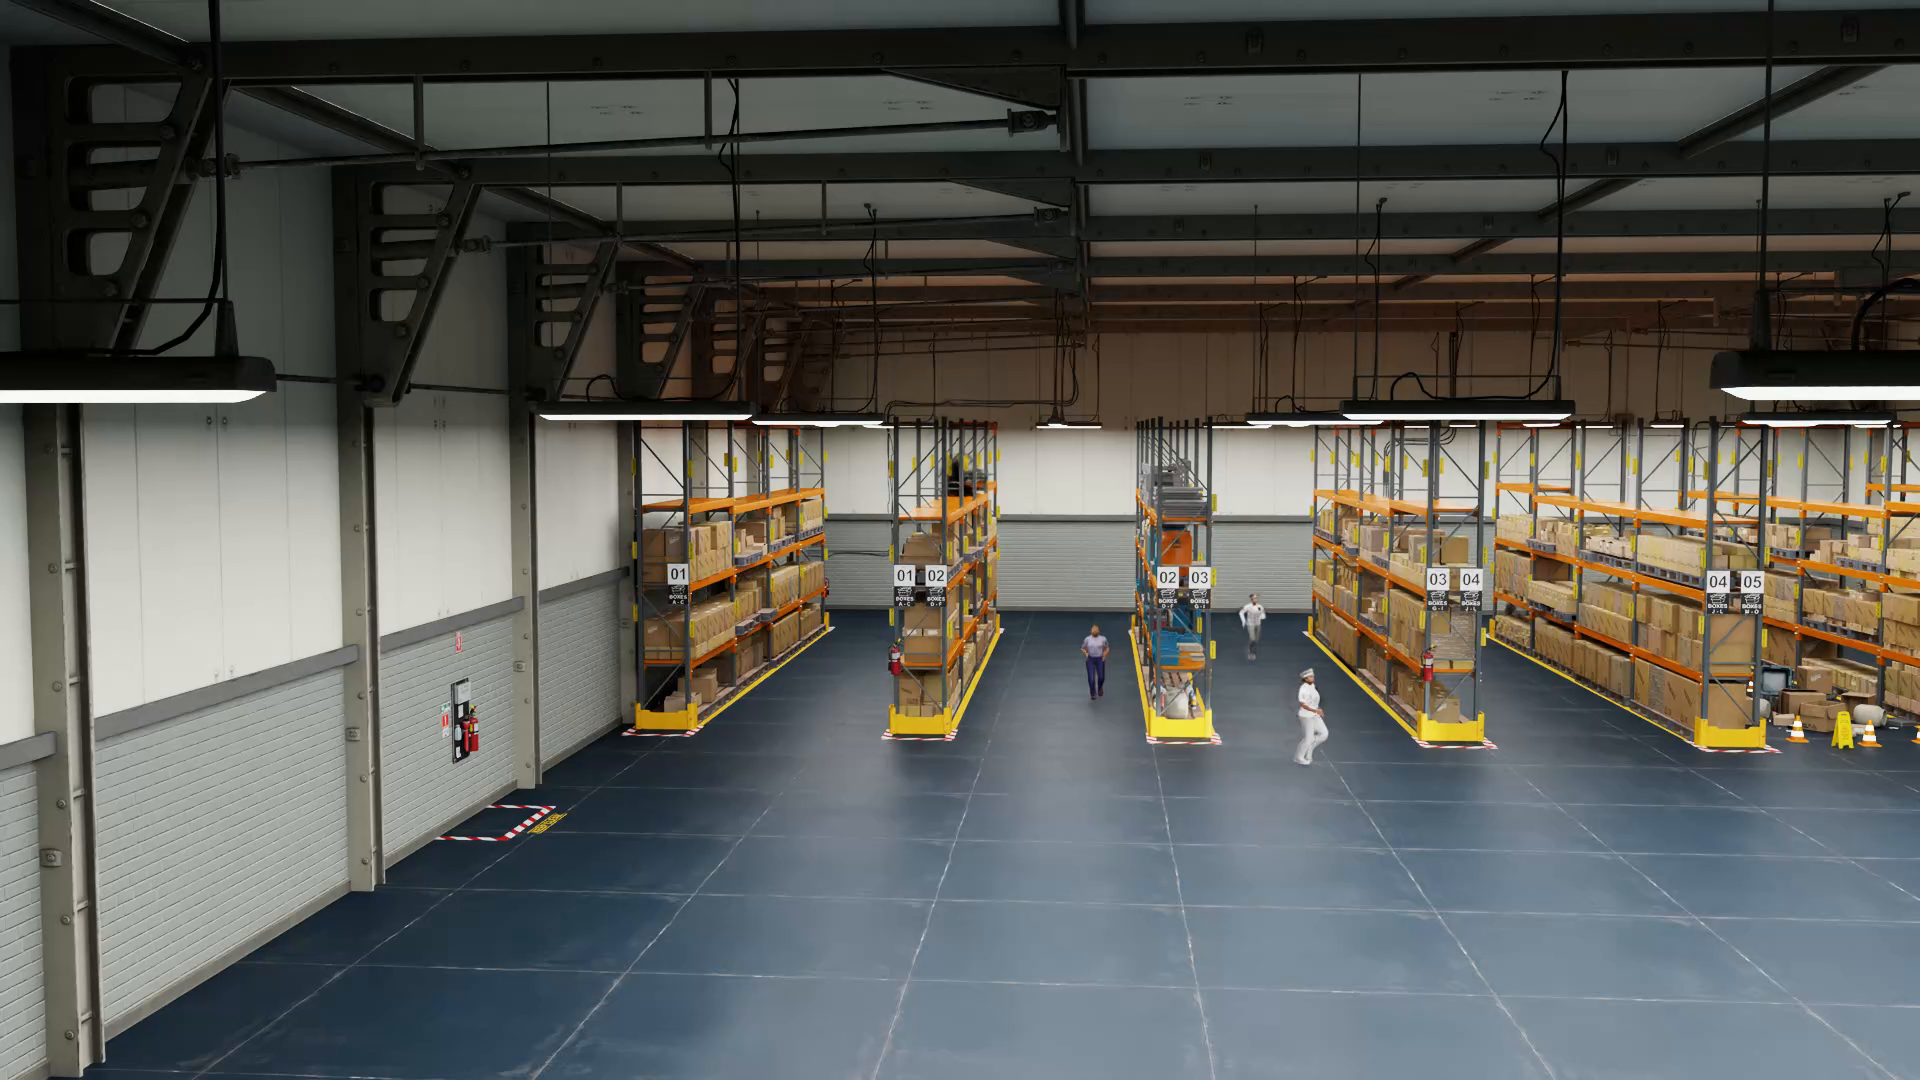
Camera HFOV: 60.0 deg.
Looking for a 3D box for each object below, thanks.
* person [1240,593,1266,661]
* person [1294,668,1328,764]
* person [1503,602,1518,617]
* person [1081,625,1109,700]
[{"bbox_3d":[7.332,2.174,41.483,0.579,1.701,0.674,-1,4,-8],"label":"person"},{"bbox_3d":[6.038,3.023,28.587,0.574,1.659,0.590,3,5,36],"label":"person"},{"bbox_3d":[15.654,1.787,47.260,0.893,1.645,0.595,0,4,-3],"label":"person"},{"bbox_3d":[2.886,2.607,35.461,0.601,1.599,0.544,0,4,4],"label":"person"}]
